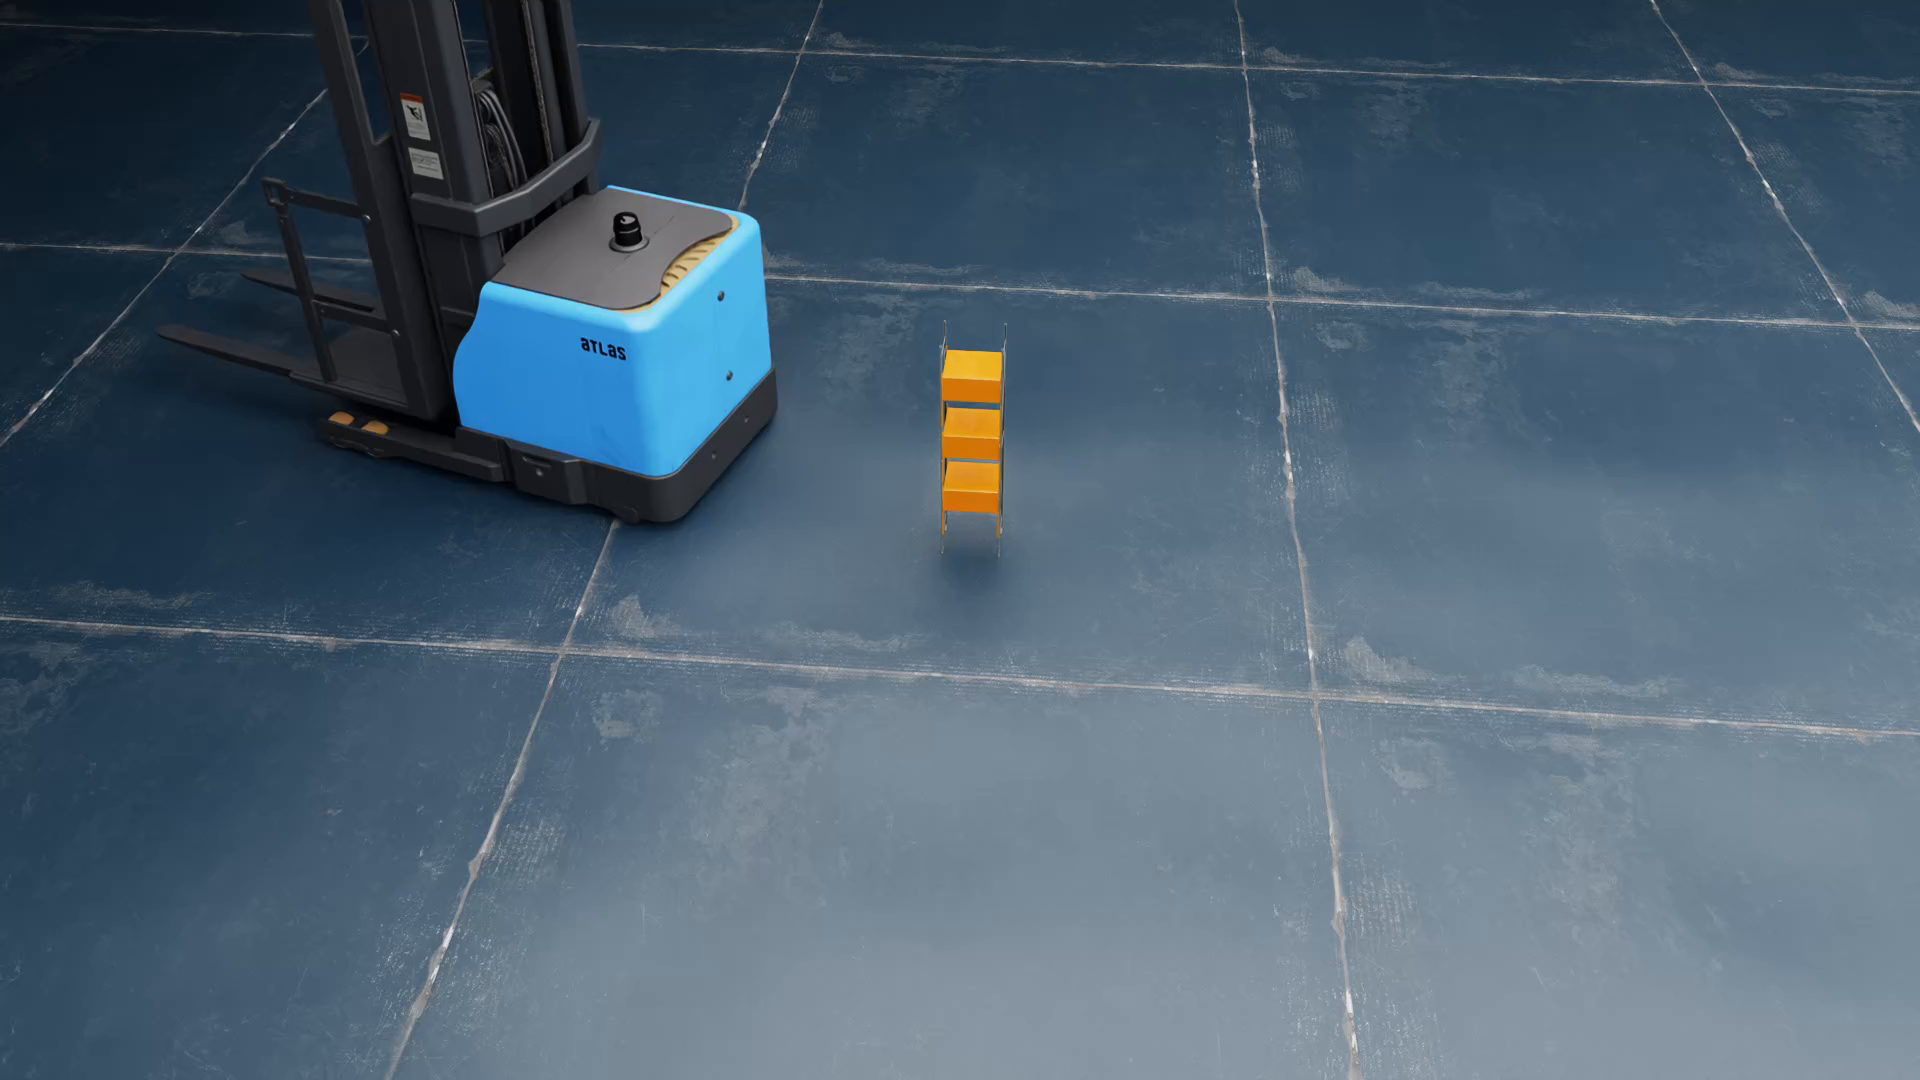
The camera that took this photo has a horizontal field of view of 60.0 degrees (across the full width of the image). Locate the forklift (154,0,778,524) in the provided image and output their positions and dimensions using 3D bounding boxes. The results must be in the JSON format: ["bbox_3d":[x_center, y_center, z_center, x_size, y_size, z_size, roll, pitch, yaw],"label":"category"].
[{"bbox_3d":[-2.431,-1.811,7.153,3.031,2.935,1.130,15,41,18],"label":"forklift"}]

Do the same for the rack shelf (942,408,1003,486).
[{"bbox_3d":[0.053,-0.396,6.922,0.240,0.259,0.215,3,39,4],"label":"rack shelf"}]

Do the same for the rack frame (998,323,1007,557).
[{"bbox_3d":[0.175,-0.398,6.907,0.008,1.050,0.200,3,39,4],"label":"rack frame"}]

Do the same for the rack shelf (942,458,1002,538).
[{"bbox_3d":[0.053,-0.180,7.097,0.240,0.259,0.215,3,39,4],"label":"rack shelf"}]

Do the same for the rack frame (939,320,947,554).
[{"bbox_3d":[-0.068,-0.411,6.923,0.008,1.050,0.200,3,39,4],"label":"rack frame"}]

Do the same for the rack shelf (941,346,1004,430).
[{"bbox_3d":[0.053,-0.616,6.743,0.240,0.259,0.215,3,39,4],"label":"rack shelf"}]

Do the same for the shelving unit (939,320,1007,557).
[{"bbox_3d":[0.053,-0.404,6.915,0.252,1.050,0.215,3,39,4],"label":"shelving unit"}]
